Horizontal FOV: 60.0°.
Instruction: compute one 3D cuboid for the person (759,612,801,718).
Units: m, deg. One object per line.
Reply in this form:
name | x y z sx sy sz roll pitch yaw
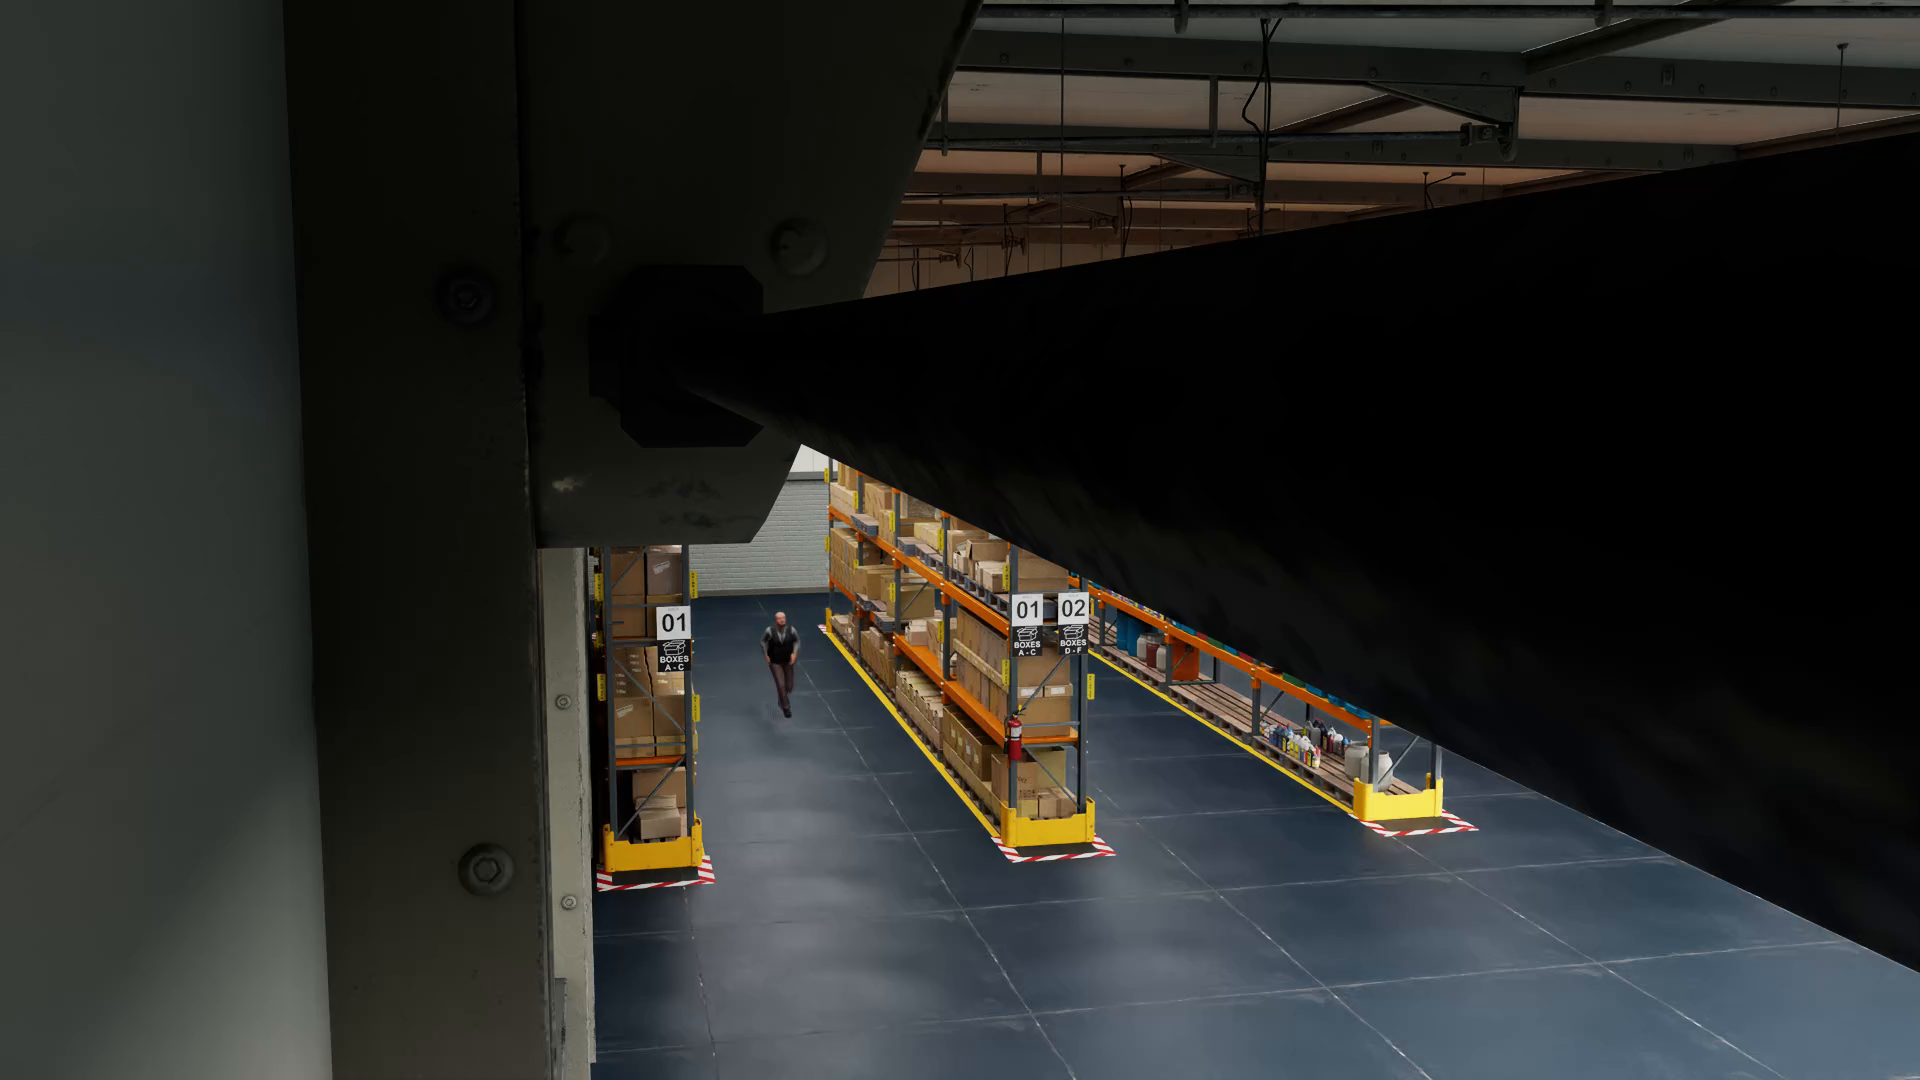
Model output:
person | -2.926 2.000 27.150 0.684 1.691 0.794 -2 7 -14
